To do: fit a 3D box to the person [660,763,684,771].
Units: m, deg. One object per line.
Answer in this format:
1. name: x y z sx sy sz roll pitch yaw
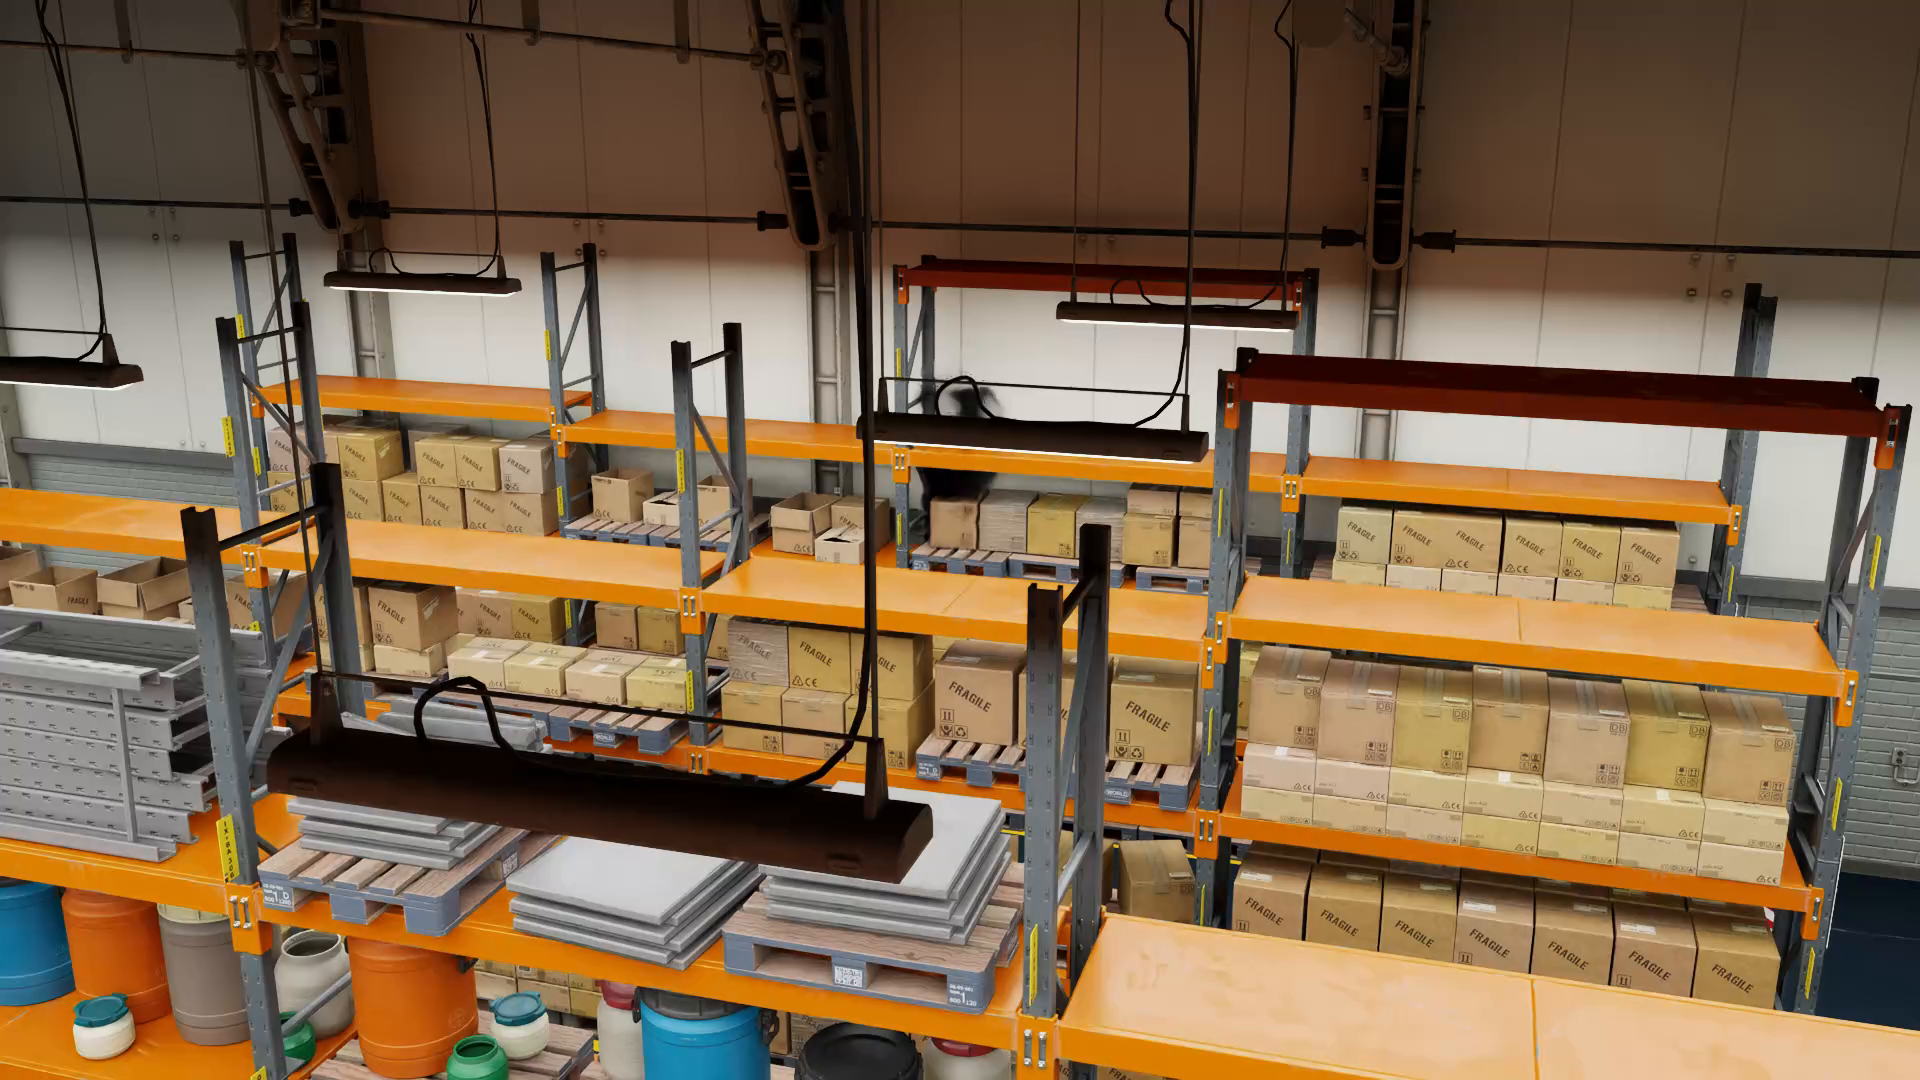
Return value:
1. person: -2.745 2.842 15.874 0.606 1.673 0.656 5 17 16
